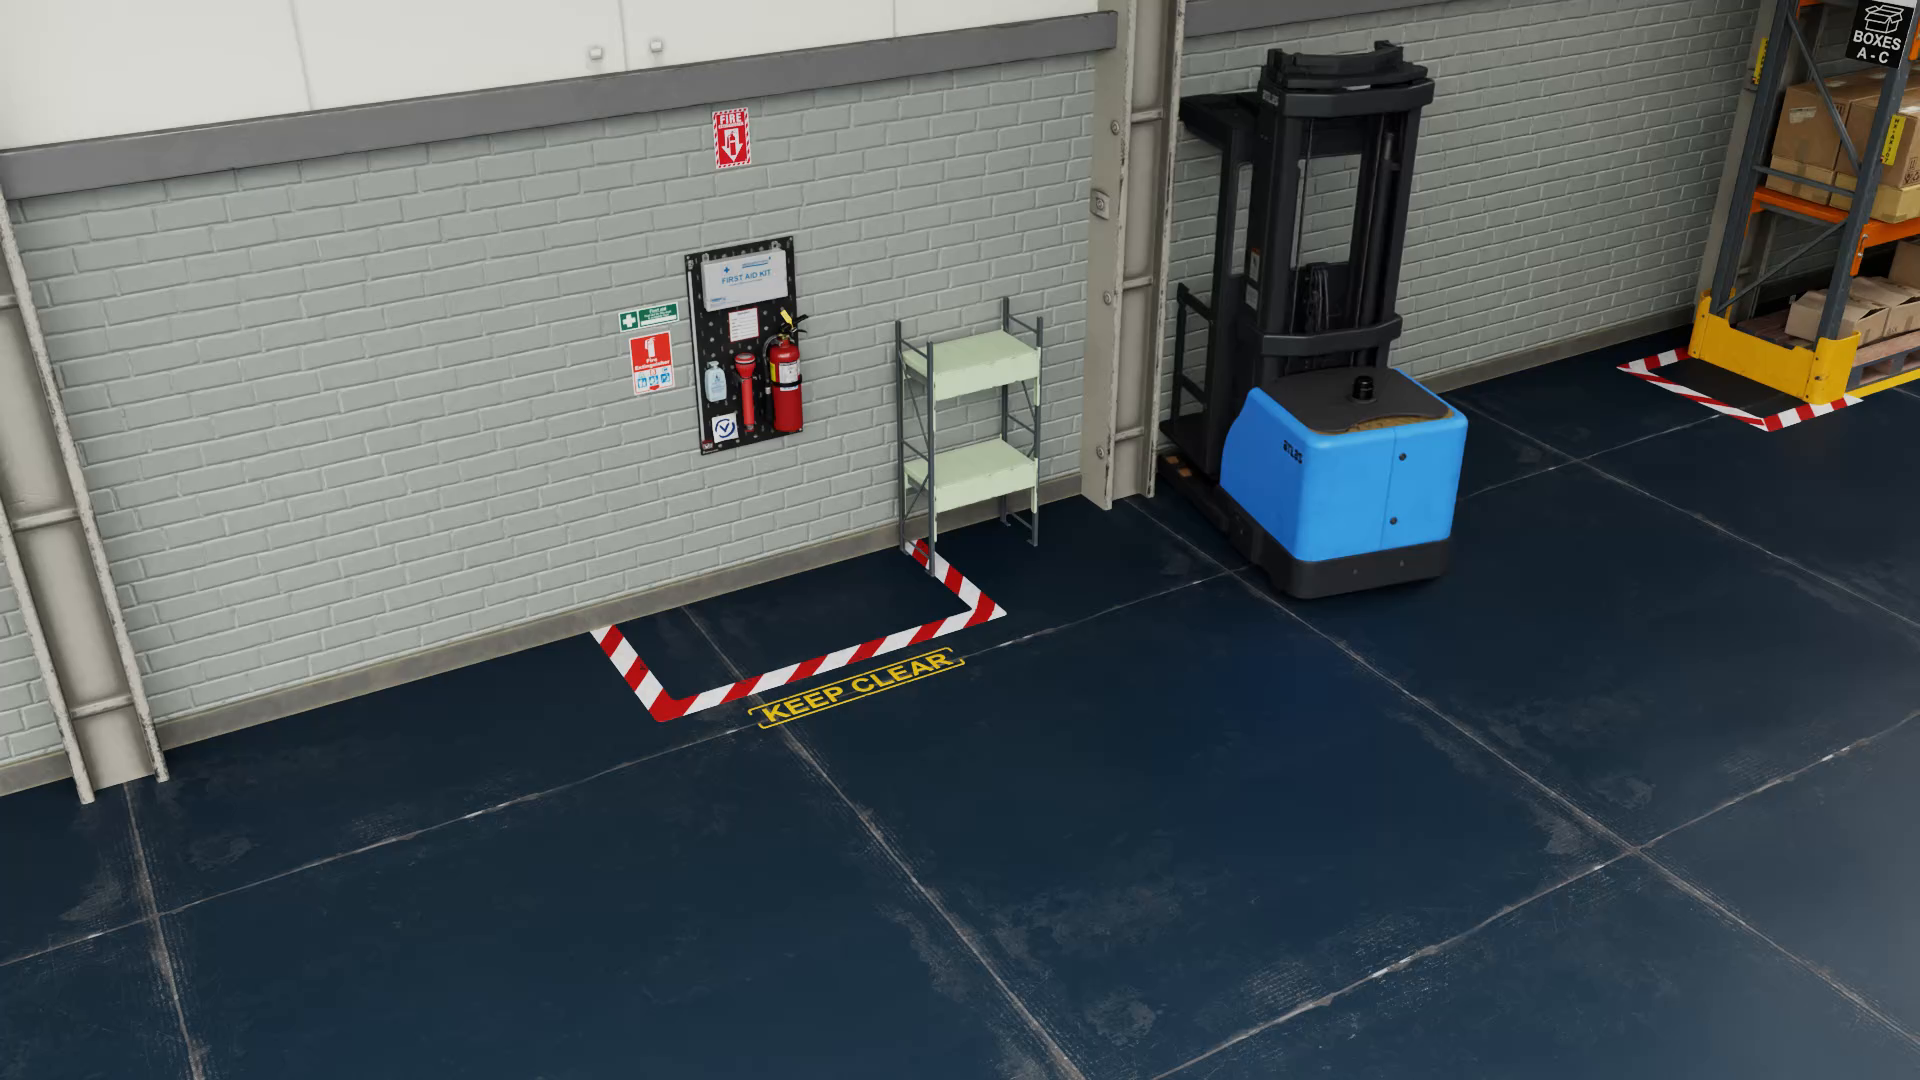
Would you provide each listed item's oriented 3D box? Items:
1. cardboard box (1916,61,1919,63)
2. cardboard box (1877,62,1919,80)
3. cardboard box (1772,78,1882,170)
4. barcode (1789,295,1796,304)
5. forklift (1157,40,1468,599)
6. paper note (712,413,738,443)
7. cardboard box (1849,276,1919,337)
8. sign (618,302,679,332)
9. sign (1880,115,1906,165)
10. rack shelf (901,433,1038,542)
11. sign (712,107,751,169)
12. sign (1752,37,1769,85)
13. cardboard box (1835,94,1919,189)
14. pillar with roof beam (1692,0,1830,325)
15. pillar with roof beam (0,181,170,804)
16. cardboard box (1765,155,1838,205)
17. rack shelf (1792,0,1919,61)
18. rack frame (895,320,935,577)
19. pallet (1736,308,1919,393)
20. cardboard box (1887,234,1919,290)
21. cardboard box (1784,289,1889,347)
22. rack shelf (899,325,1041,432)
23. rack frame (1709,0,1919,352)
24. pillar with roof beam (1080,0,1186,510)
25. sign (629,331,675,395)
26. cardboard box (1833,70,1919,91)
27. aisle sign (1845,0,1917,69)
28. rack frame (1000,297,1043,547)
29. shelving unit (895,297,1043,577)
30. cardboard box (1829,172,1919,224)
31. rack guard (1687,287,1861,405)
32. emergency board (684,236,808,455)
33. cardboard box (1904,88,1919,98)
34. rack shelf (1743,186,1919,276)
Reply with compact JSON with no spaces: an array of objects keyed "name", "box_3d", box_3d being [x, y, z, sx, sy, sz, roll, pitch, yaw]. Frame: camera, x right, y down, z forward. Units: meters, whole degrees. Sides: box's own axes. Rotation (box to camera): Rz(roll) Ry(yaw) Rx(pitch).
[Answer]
[{"name":"cardboard box","box_3d":[7.649,-3.399,12.762,0.500,0.500,0.500,-15,32,-26]},{"name":"cardboard box","box_3d":[7.215,-3.276,12.538,0.500,0.500,0.500,-17,33,-28]},{"name":"cardboard box","box_3d":[6.332,-3.029,12.090,0.500,0.500,0.500,-16,33,-27]},{"name":"barcode","box_3d":[6.488,-1.876,12.960,0.075,0.075,0.001,-16,33,-26]},{"name":"forklift","box_3d":[1.956,-1.639,10.285,1.130,2.935,3.031,-9,30,-16]},{"name":"paper note","box_3d":[-1.312,-0.627,9.292,0.142,0.148,0.016,-16,33,-26]},{"name":"cardboard box","box_3d":[7.167,-1.840,12.905,0.500,0.311,0.500,-13,31,-22]},{"name":"sign","box_3d":[-1.645,-1.180,8.796,0.331,0.109,0.001,-16,33,-26]},{"name":"sign","box_3d":[6.308,-2.706,11.252,0.005,0.325,0.100,-16,33,-26]},{"name":"rack shelf","box_3d":[0.053,-0.324,10.058,0.720,0.370,0.431,-16,33,-27]},{"name":"sign","box_3d":[-1.182,-2.082,8.617,0.199,0.298,0.001,-16,33,-26]},{"name":"sign","box_3d":[5.769,-3.435,11.942,0.005,0.325,0.100,-16,33,-26]},{"name":"cardboard box","box_3d":[6.597,-2.816,11.705,0.500,0.500,0.500,-16,33,-26]},{"name":"pillar with roof beam","box_3d":[8.380,-3.918,8.135,0.400,9.000,9.100,-16,33,-26]},{"name":"pillar with roof beam","box_3d":[-1.966,-0.981,2.812,0.400,9.000,9.100,-16,33,-26]},{"name":"cardboard box","box_3d":[6.338,-2.692,12.255,0.500,0.250,0.500,-15,32,-26]},{"name":"rack shelf","box_3d":[7.758,-4.041,12.206,4.000,0.370,1.077,-16,33,-26]},{"name":"rack frame","box_3d":[-0.261,-0.519,9.735,0.023,1.500,0.400,-16,33,-27]},{"name":"pallet","box_3d":[6.817,-1.535,12.911,1.213,0.211,1.003,-16,33,-26]},{"name":"cardboard box","box_3d":[7.825,-2.082,13.147,0.500,0.500,0.700,-18,34,-29]},{"name":"cardboard box","box_3d":[6.675,-1.701,12.653,0.500,0.311,0.500,-20,35,-32]},{"name":"rack shelf","box_3d":[0.053,-0.951,9.712,0.720,0.370,0.431,-16,33,-27]},{"name":"rack frame","box_3d":[6.033,-2.553,11.870,0.127,3.000,1.000,-16,33,-26]},{"name":"pillar with roof beam","box_3d":[3.207,-2.449,5.473,0.400,9.000,9.100,-16,33,-26]},{"name":"sign","box_3d":[-1.653,-0.950,8.929,0.234,0.329,0.001,-16,33,-26]},{"name":"cardboard box","box_3d":[6.771,-3.148,12.306,0.500,0.500,0.500,-15,32,-26]},{"name":"aisle sign","box_3d":[6.123,-3.549,10.984,0.004,0.787,0.394,-16,33,-26]},{"name":"rack frame","box_3d":[0.367,-0.700,10.065,0.023,1.500,0.400,-16,33,-27]},{"name":"shelving unit","box_3d":[0.053,-0.609,9.900,0.755,1.500,0.431,-16,33,-27]},{"name":"cardboard box","box_3d":[6.615,-2.484,11.878,0.500,0.250,0.500,-17,33,-28]},{"name":"rack guard","box_3d":[6.099,-1.477,12.508,0.348,0.500,1.175,-16,33,-26]},{"name":"emergency board","box_3d":[-1.124,-1.027,9.105,0.643,1.169,0.194,-16,33,-26]},{"name":"cardboard box","box_3d":[7.028,-2.933,11.917,0.500,0.500,0.500,-16,33,-26]},{"name":"rack shelf","box_3d":[7.758,-2.728,12.931,4.000,0.370,1.077,-16,33,-26]}]
